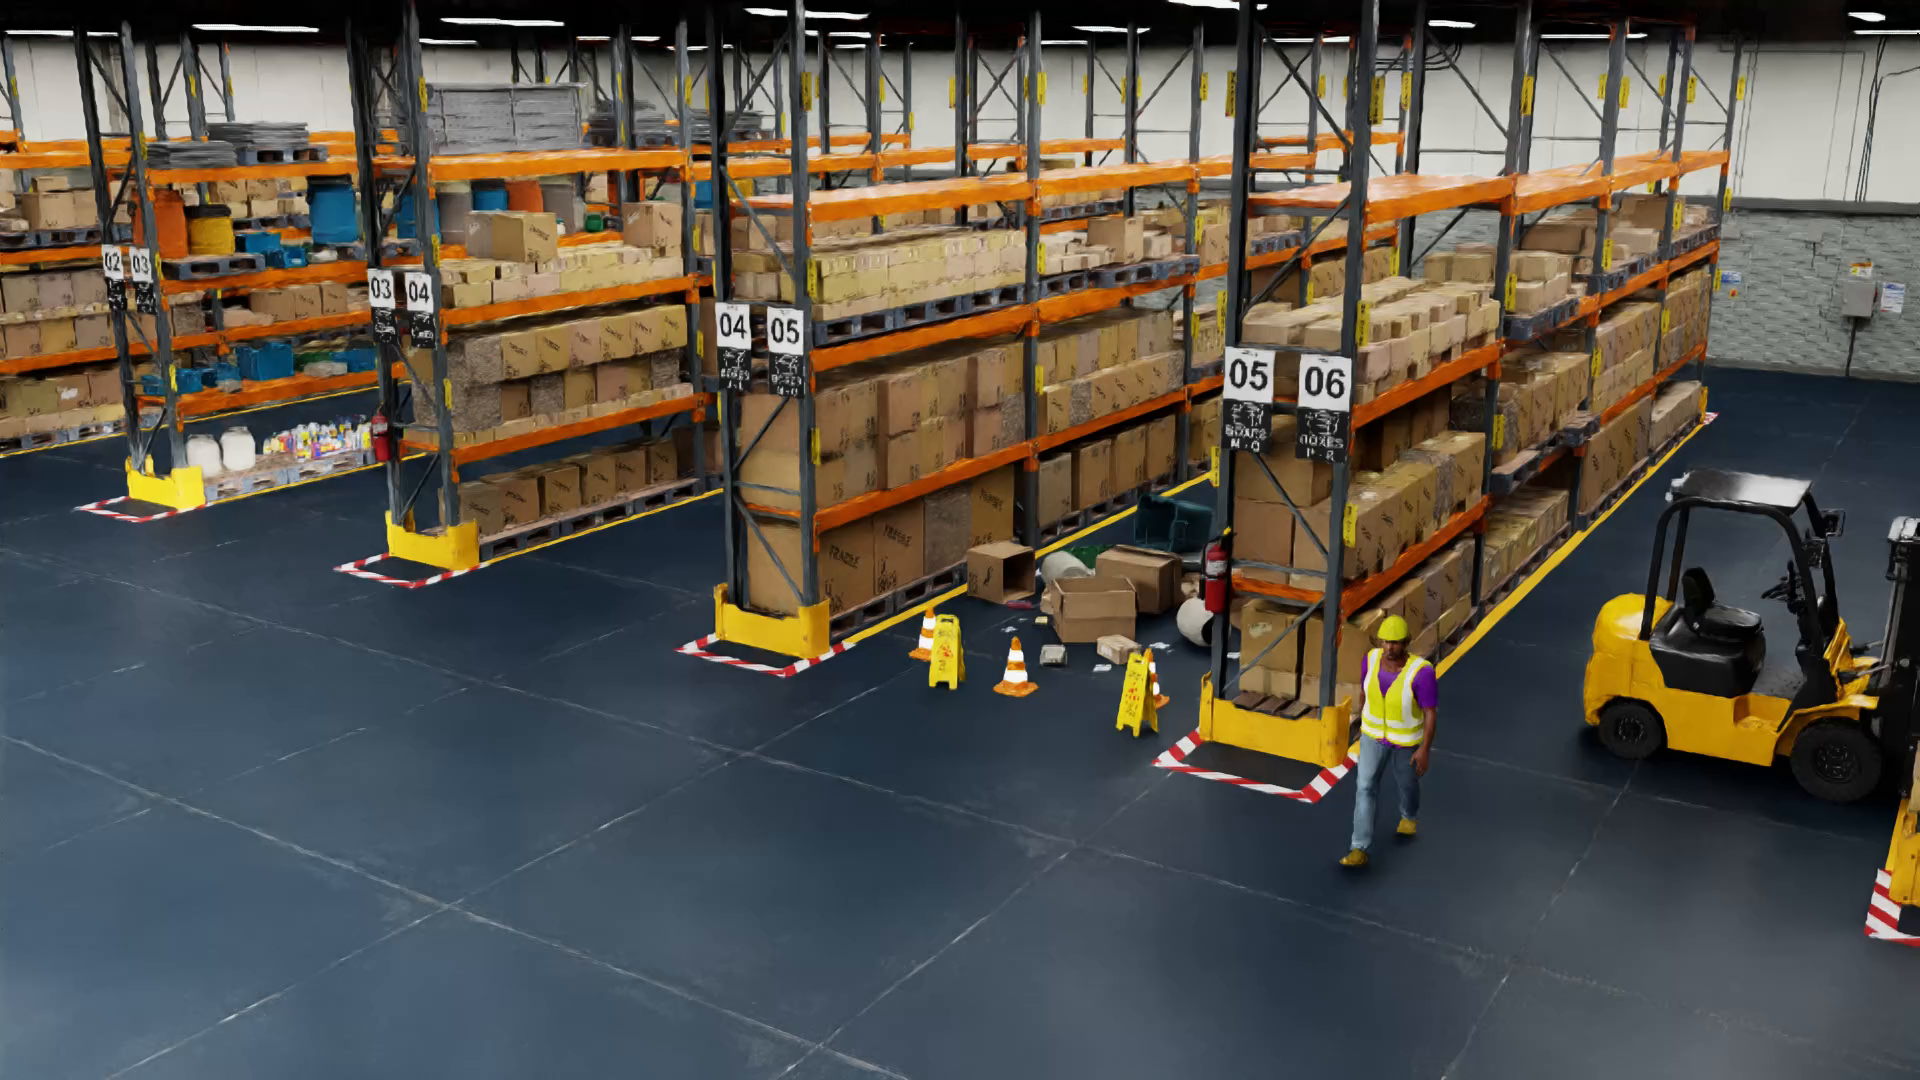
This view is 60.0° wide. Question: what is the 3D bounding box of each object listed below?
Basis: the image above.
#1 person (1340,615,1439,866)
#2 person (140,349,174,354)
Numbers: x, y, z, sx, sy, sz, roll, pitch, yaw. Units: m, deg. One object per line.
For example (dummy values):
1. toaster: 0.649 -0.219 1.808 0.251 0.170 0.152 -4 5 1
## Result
1. person: 2.935 1.327 11.262 0.591 1.716 1.042 9 18 31
2. person: -13.324 -3.194 27.525 0.556 1.685 0.409 -9 18 -30
